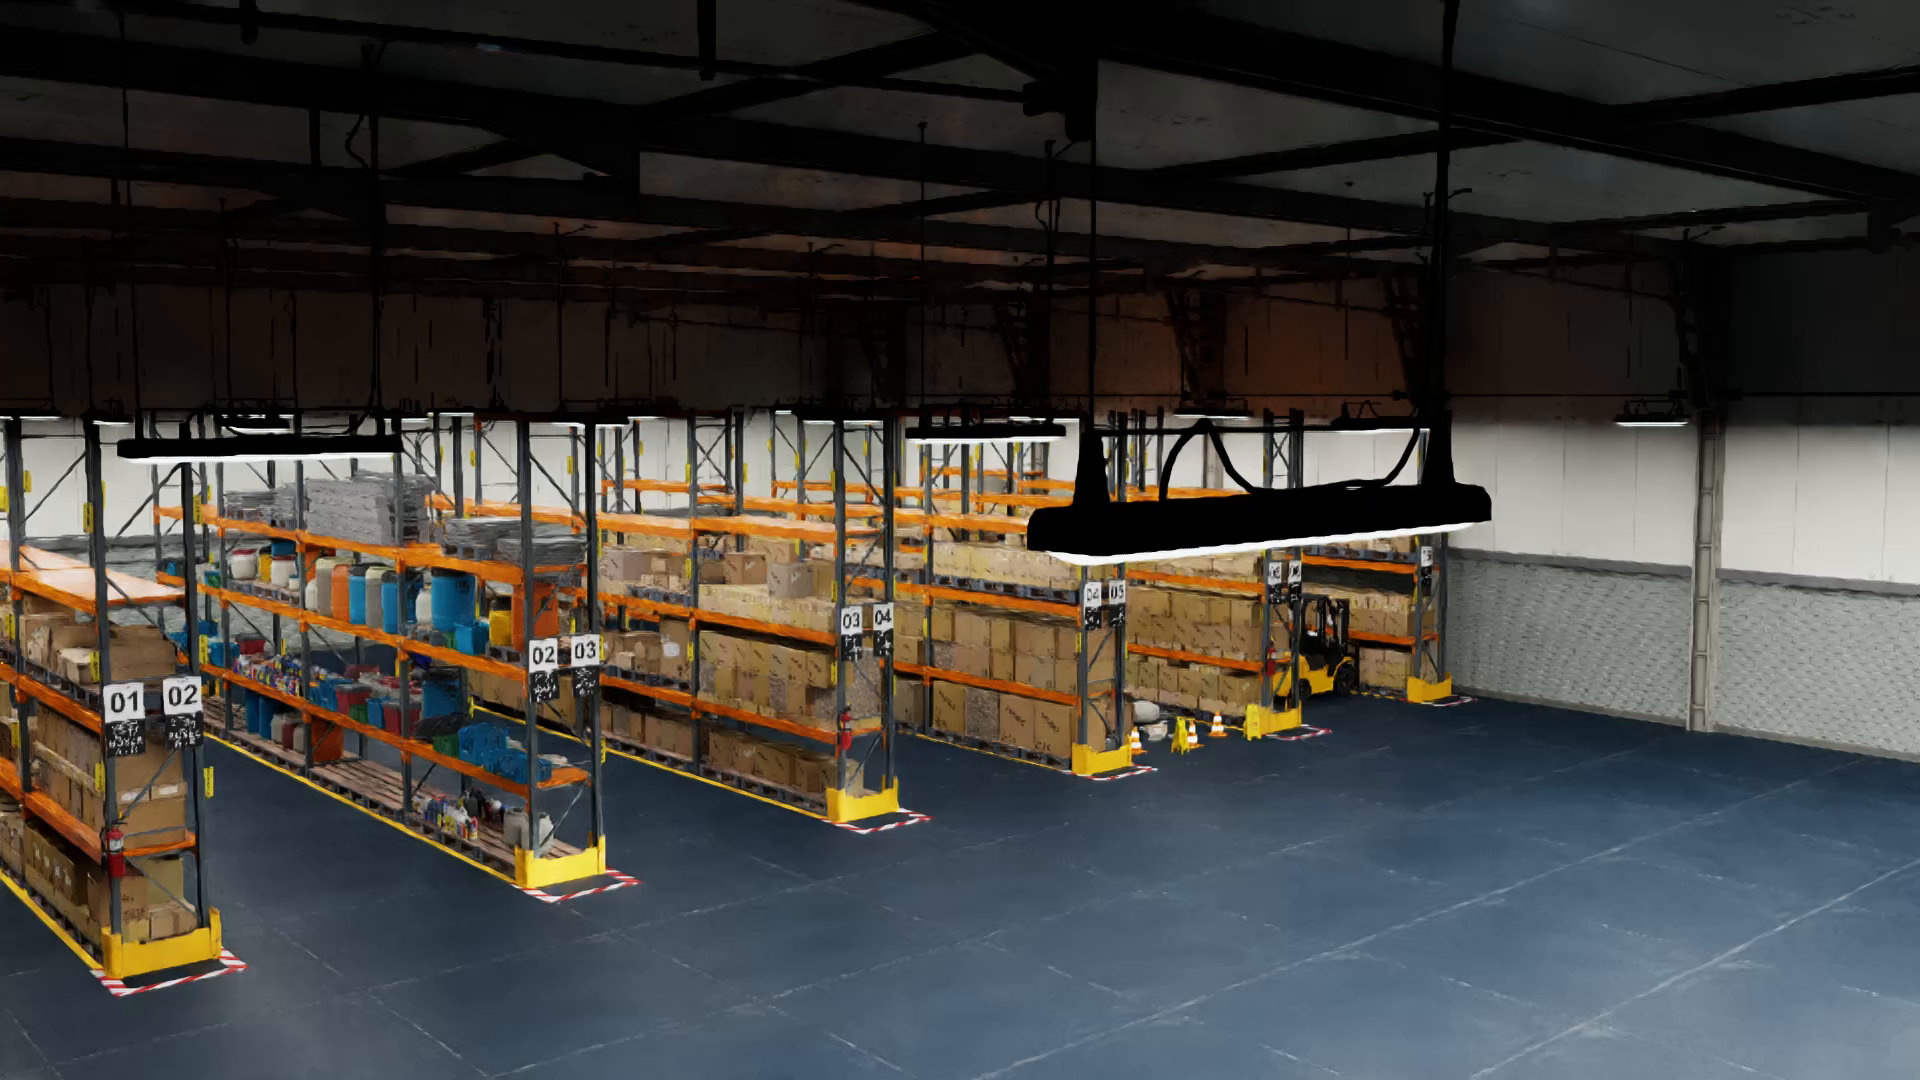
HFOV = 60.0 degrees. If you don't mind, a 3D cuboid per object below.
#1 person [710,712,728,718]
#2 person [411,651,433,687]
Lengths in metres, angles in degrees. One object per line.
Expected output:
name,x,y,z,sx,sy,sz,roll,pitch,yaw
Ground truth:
person,-4.621,2.665,32.465,0.580,1.585,0.507,-5,7,-42
person,-10.464,2.649,32.424,0.553,1.656,0.437,2,5,20
